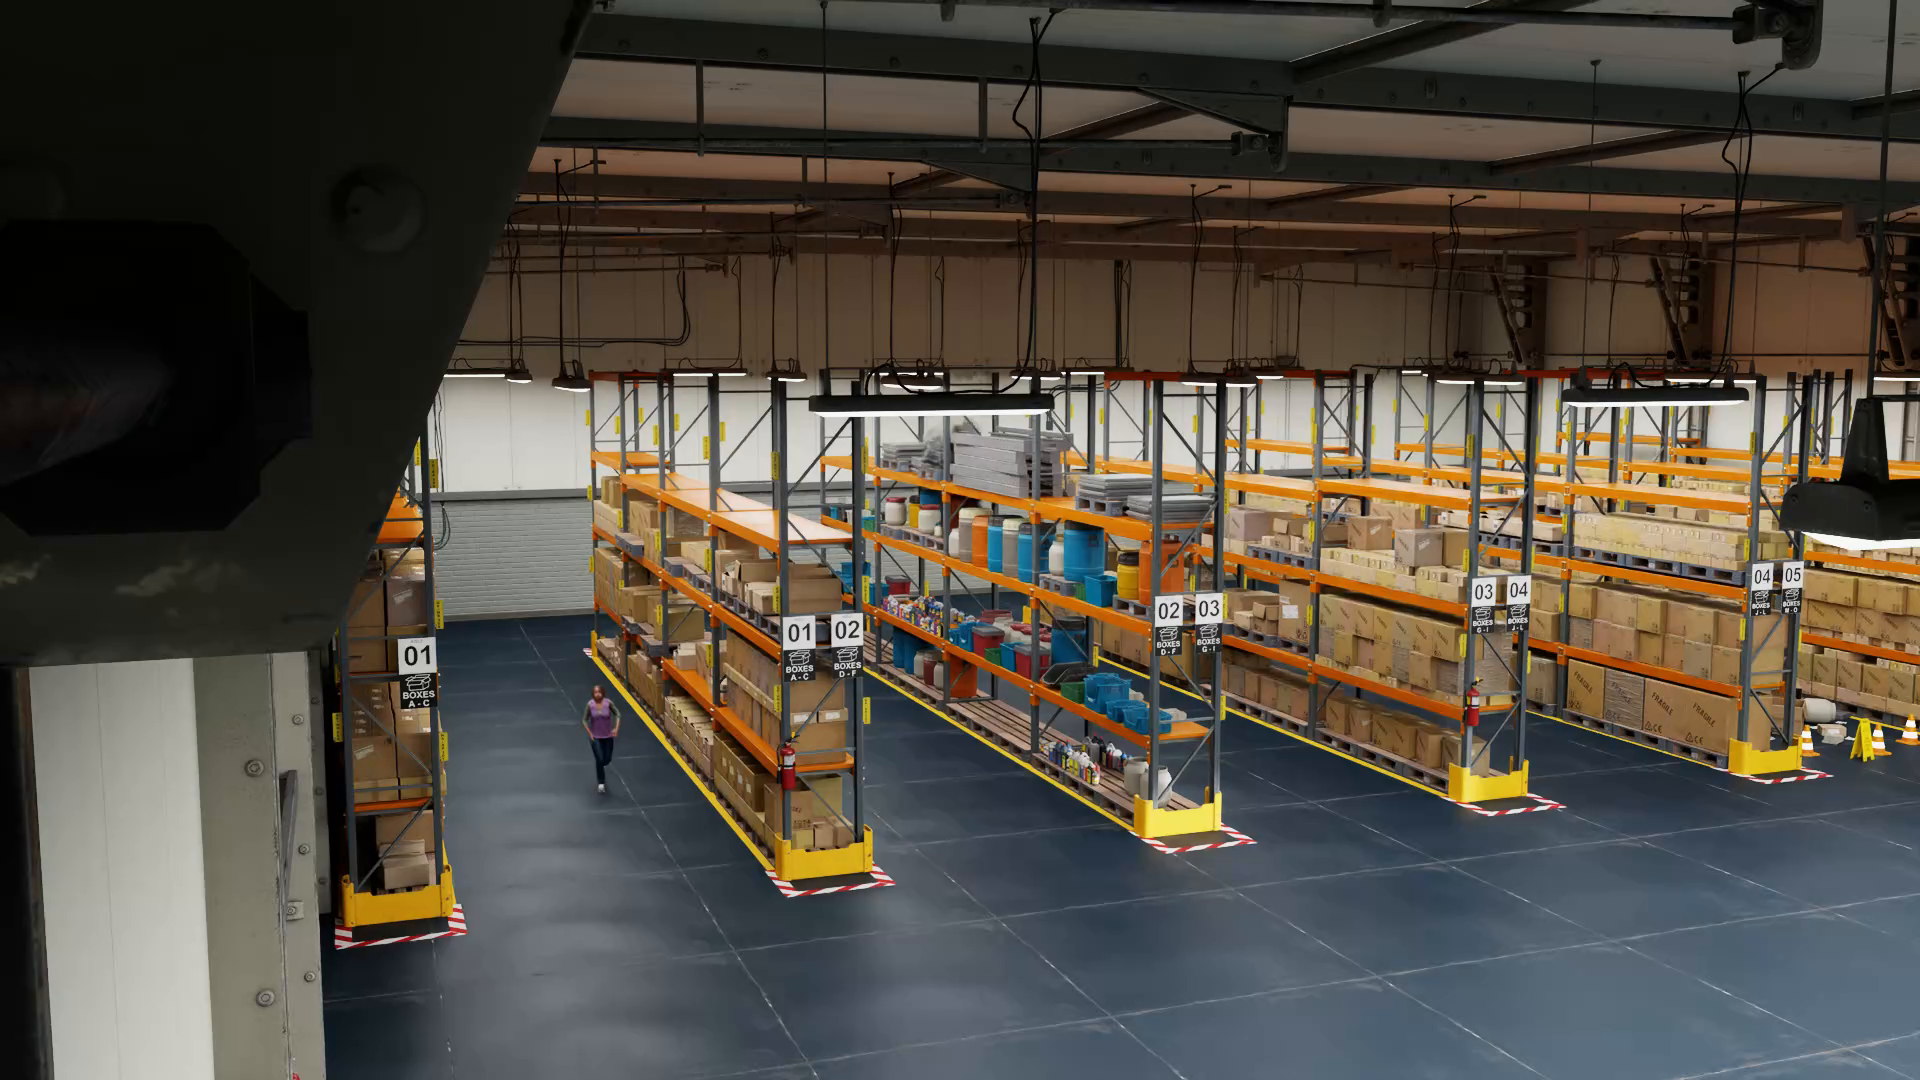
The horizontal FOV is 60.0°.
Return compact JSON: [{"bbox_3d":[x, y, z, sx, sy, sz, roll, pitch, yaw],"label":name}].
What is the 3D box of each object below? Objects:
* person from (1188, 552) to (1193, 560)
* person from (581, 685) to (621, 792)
[{"bbox_3d":[5.395,1.098,39.122,0.744,1.751,0.871,0,6,-2],"label":"person"},{"bbox_3d":[-5.225,2.869,24.236,0.562,1.578,0.604,-2,7,-13],"label":"person"}]
